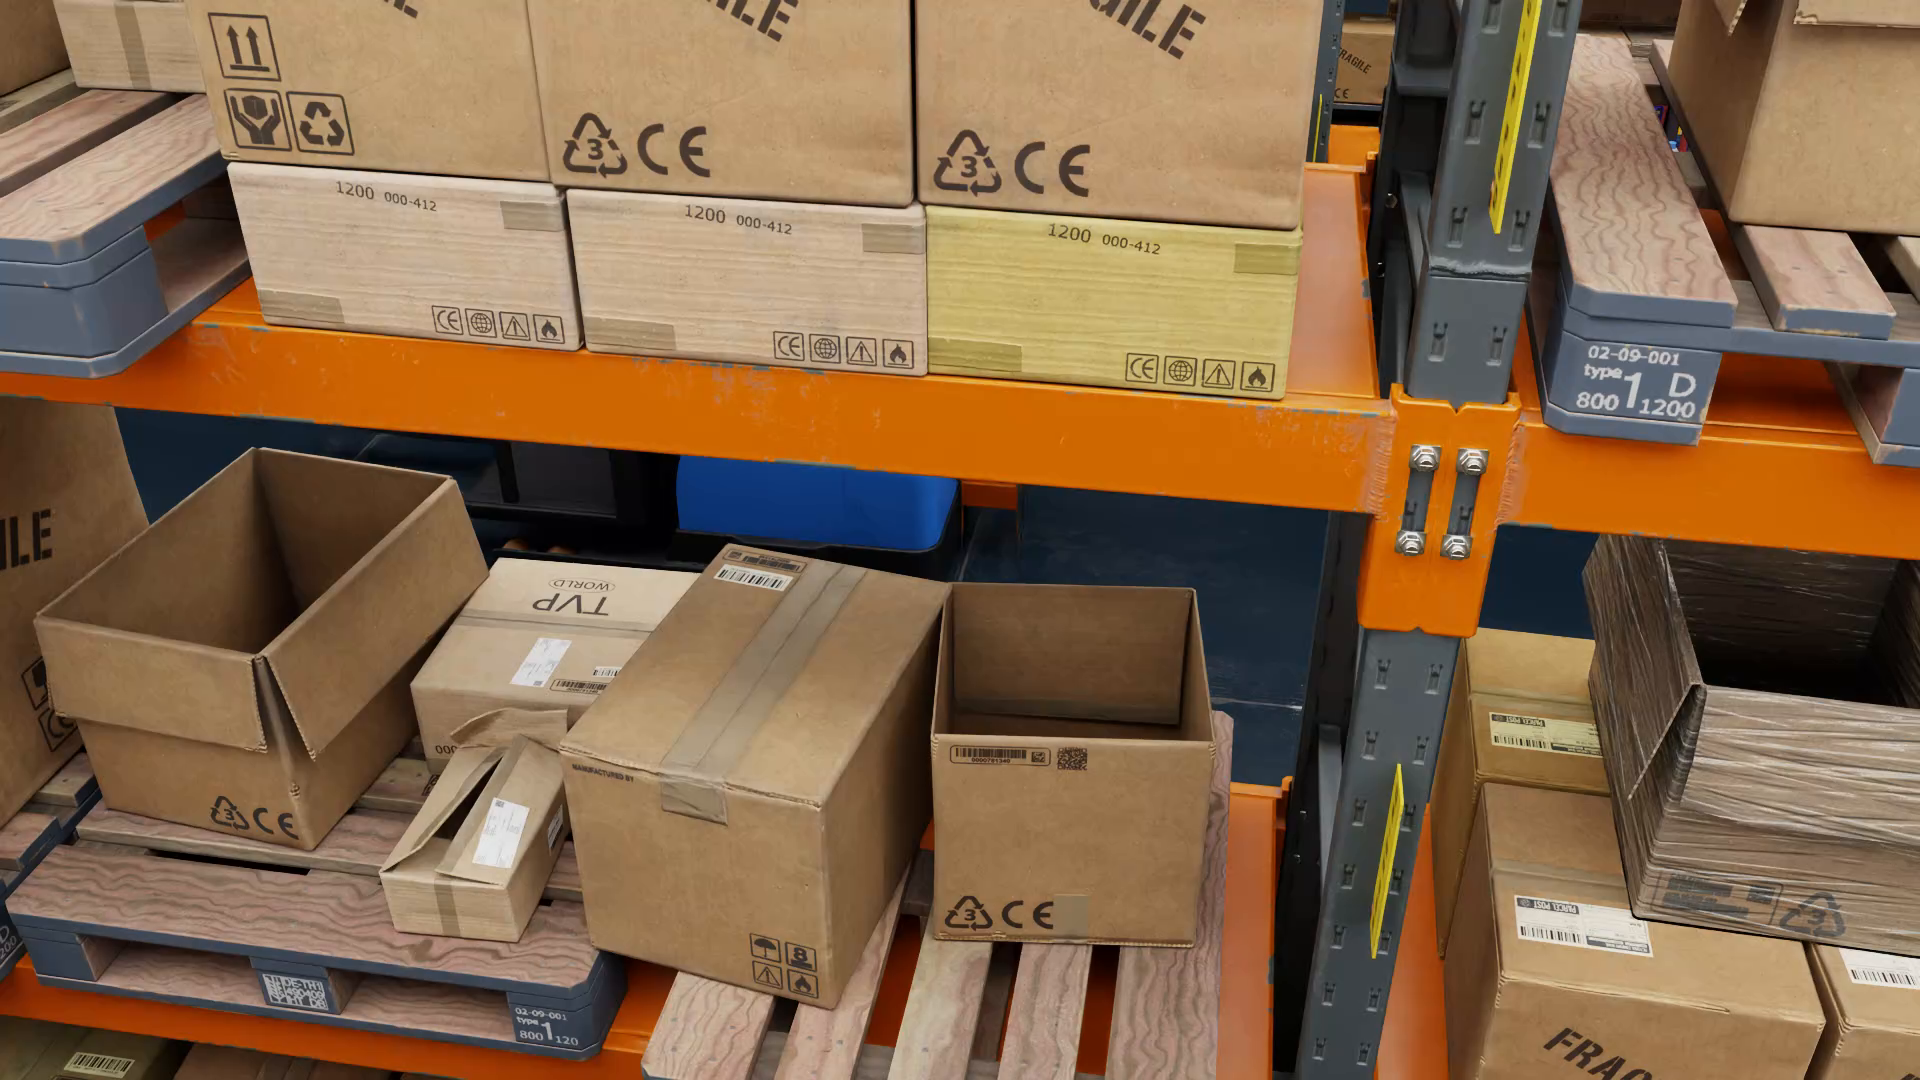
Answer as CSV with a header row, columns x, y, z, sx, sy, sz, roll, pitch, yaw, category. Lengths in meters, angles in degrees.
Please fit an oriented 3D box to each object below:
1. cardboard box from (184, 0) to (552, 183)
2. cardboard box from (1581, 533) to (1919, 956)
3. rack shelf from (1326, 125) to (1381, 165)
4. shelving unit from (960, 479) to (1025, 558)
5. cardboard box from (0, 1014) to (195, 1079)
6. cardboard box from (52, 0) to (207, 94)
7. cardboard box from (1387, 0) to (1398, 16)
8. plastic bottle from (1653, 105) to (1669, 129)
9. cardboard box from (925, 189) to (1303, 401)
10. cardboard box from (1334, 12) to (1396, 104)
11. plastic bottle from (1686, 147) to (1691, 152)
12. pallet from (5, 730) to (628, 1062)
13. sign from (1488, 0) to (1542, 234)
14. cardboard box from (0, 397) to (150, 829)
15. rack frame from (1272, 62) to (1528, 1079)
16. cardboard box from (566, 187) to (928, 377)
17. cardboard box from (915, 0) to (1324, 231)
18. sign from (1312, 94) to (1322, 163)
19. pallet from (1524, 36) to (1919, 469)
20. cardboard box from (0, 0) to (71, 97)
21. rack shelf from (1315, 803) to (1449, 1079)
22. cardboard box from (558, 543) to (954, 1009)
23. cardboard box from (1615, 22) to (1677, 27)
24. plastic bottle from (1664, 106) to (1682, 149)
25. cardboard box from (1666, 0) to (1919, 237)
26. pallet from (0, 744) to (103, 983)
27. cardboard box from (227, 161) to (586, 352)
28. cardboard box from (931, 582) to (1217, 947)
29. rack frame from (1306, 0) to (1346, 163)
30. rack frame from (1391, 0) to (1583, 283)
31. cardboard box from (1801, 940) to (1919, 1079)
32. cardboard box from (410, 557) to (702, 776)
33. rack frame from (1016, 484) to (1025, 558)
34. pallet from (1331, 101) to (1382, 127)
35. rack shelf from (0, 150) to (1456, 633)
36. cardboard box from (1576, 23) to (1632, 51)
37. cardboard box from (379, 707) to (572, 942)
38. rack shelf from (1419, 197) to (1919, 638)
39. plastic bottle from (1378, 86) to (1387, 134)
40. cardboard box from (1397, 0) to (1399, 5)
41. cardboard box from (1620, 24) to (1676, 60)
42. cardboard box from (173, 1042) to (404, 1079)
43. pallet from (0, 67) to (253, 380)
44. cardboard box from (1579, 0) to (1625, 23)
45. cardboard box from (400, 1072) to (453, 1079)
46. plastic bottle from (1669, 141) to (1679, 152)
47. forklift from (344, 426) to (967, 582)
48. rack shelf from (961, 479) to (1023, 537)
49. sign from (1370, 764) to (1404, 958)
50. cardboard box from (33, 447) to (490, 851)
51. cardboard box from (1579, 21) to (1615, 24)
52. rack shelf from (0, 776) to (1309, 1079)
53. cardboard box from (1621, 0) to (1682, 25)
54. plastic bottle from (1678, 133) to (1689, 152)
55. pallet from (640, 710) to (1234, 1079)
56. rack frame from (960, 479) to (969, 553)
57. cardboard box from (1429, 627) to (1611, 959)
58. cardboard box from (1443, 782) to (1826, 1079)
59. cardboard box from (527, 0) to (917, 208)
x,y,z,sx,sy,sz,roll,pitch,yaw,category
-0.757,-0.853,2.394,0.500,0.500,0.500,6,32,9,cardboard box
1.466,0.283,2.932,0.637,0.503,0.797,6,33,10,cardboard box
3.553,-1.430,7.386,4.000,0.370,1.077,5,32,8,rack shelf
0.141,-0.432,6.951,0.252,1.050,0.215,5,32,8,shelving unit
-2.126,1.311,4.270,0.500,0.500,0.700,5,32,8,cardboard box
-1.330,-0.916,2.883,0.250,0.166,0.380,4,32,7,cardboard box
3.380,-3.670,12.228,0.500,0.500,0.500,6,33,10,cardboard box
3.179,-1.949,7.647,0.133,0.283,0.061,5,32,8,plastic bottle
0.238,-0.446,2.449,0.500,0.250,0.500,5,32,8,cardboard box
2.819,-3.441,11.862,0.500,0.500,0.500,7,33,10,cardboard box
3.085,-1.530,6.977,0.133,0.283,0.061,5,32,8,plastic bottle
-1.210,0.602,3.641,1.213,0.211,1.003,5,32,8,pallet
0.655,-0.531,1.956,0.005,0.325,0.100,5,32,8,sign
-2.435,0.031,3.412,1.000,1.000,1.000,5,32,9,cardboard box
0.748,0.676,3.342,0.127,3.000,1.000,5,32,8,rack frame
-0.253,-0.483,2.508,0.500,0.250,0.500,5,32,8,cardboard box
0.236,-0.761,2.246,0.500,0.500,0.500,6,33,9,cardboard box
1.496,-1.695,6.977,0.005,0.325,0.100,5,32,8,sign
1.392,-0.485,2.549,1.003,0.211,1.213,7,33,10,pallet
-1.819,-0.996,2.694,0.637,0.503,0.797,6,33,10,cardboard box
2.720,1.160,3.248,4.000,0.370,1.077,5,32,8,rack shelf
-0.358,0.431,3.244,0.500,0.500,0.700,10,33,15,cardboard box
4.907,-3.535,12.012,0.500,0.500,0.500,6,32,9,cardboard box
3.329,-1.942,7.572,0.185,0.351,0.144,5,32,8,plastic bottle
1.362,-0.800,2.381,0.637,0.503,0.797,7,33,11,cardboard box
-2.466,0.545,3.733,1.213,0.211,1.003,5,32,8,pallet
-0.748,-0.529,2.582,0.500,0.250,0.500,6,33,10,cardboard box
0.209,0.429,3.248,0.500,0.500,0.500,1,32,2,cardboard box
1.582,-1.914,7.481,0.127,3.000,1.000,5,32,8,rack frame
0.748,-1.866,1.750,0.127,3.000,1.000,5,32,8,rack frame
1.690,0.865,2.947,0.500,0.500,0.500,4,32,7,cardboard box
-0.865,0.292,3.702,0.500,0.250,0.500,4,32,7,cardboard box
0.262,-0.421,6.934,0.008,1.050,0.200,5,32,8,rack frame
3.148,-3.236,12.221,1.213,0.211,1.003,5,32,8,pallet
-1.223,-0.469,3.022,4.000,0.370,1.077,5,32,8,rack shelf
4.345,-3.306,11.646,0.500,0.500,0.500,4,32,7,cardboard box
-0.941,0.548,3.279,0.258,0.266,0.396,4,32,7,cardboard box
2.720,-0.112,2.452,4.000,0.370,1.077,5,32,8,rack shelf
2.052,-2.052,7.810,0.133,0.283,0.061,5,32,8,plastic bottle
3.436,-3.986,12.025,0.500,0.250,0.500,6,33,10,cardboard box
4.847,-3.262,11.575,0.500,0.500,0.500,6,32,9,cardboard box
-1.575,1.361,4.190,0.500,0.500,0.700,3,32,4,cardboard box
-1.581,-0.671,2.844,1.003,0.211,1.213,5,32,8,pallet
4.445,-3.896,11.882,0.500,0.250,0.500,5,32,7,cardboard box
-1.025,1.410,4.111,0.500,0.500,0.700,8,33,12,cardboard box
2.974,-1.545,7.012,0.097,0.271,0.097,0,32,0,plastic bottle
-1.495,-1.329,6.611,3.031,2.935,1.130,5,32,8,forklift
0.141,-0.188,7.104,0.240,0.259,0.215,5,32,8,rack shelf
0.666,0.504,2.601,0.005,0.325,0.100,5,32,8,sign
-1.470,0.204,3.604,0.637,0.503,0.797,8,33,13,cardboard box
4.408,-3.580,12.084,0.500,0.500,0.500,4,32,6,cardboard box
-1.223,0.803,3.818,4.000,0.370,1.077,5,32,8,rack shelf
4.940,-3.852,11.811,0.500,0.250,0.500,5,32,8,cardboard box
3.337,-1.858,7.501,0.133,0.283,0.061,5,32,8,plastic bottle
0.028,0.750,3.406,1.003,0.211,1.213,5,32,8,pallet
0.021,-0.443,6.968,0.008,1.050,0.200,5,32,8,rack frame
1.276,0.549,3.452,0.500,0.500,0.500,6,33,10,cardboard box
1.182,0.820,3.019,0.500,0.500,0.500,6,33,10,cardboard box
-0.271,-0.801,2.310,0.500,0.500,0.500,5,32,8,cardboard box
